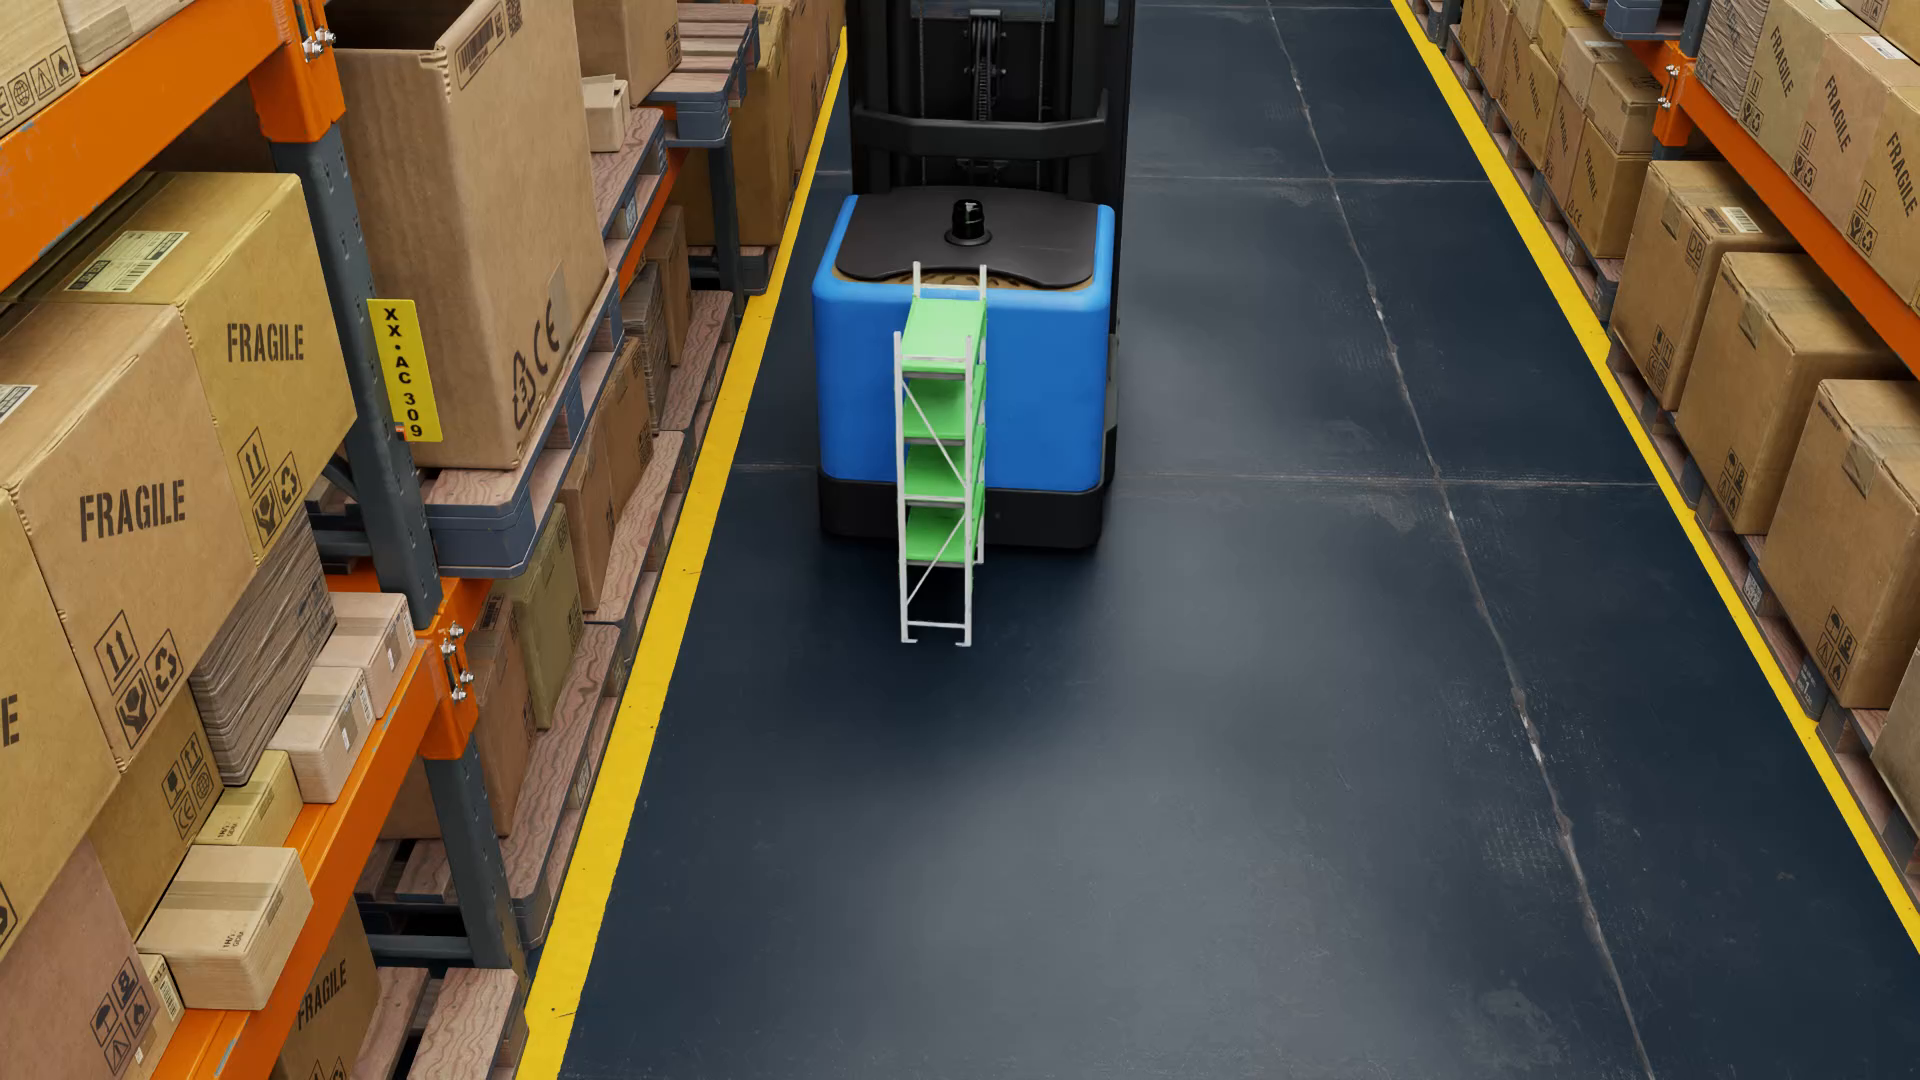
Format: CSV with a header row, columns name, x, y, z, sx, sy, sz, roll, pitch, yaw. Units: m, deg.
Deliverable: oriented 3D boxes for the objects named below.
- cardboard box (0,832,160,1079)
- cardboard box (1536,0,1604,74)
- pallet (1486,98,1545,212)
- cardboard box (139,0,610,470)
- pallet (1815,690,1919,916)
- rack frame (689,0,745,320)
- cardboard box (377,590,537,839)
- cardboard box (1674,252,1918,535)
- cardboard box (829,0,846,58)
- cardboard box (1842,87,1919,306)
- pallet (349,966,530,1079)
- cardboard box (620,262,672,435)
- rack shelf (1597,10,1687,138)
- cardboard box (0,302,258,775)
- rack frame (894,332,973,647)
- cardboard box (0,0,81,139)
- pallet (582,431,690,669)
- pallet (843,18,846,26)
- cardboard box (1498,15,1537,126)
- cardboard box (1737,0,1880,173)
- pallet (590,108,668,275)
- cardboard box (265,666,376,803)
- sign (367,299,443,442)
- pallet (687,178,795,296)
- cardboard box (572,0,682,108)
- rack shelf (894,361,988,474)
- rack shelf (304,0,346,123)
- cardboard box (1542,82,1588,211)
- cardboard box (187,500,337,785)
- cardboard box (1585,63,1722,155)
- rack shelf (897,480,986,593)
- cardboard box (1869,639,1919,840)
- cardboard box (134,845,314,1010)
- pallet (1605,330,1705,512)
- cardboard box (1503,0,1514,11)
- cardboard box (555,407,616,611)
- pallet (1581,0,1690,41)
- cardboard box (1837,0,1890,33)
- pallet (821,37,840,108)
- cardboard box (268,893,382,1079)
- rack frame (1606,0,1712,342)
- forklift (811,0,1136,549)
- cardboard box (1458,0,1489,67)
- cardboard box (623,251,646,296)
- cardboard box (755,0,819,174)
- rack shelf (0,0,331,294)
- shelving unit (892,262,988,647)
name,x,y,z,sx,sy,sz,roll,pitch,yaw
cardboard box,-1.724,0.677,2.333,0.875,0.500,0.500,1,35,2
cardboard box,3.254,-2.556,8.435,0.500,0.250,0.500,2,35,3
pallet,3.527,-2.127,9.092,1.003,0.211,1.213,1,35,2
cardboard box,-1.498,-0.865,3.984,1.000,1.000,1.000,2,35,2
pallet,3.238,0.874,4.822,1.003,0.211,1.213,1,35,2
rack frame,-1.509,-2.292,6.903,1.000,3.000,0.127,1,35,2
cardboard box,-1.624,0.496,4.726,0.700,0.500,0.500,-1,35,-2
cardboard box,3.297,-0.521,5.974,1.050,0.750,0.750,2,35,3
cardboard box,-1.354,-3.525,10.139,1.225,0.875,0.875,1,35,2
cardboard box,3.095,-1.041,5.035,0.500,0.500,0.500,1,35,1
pallet,-1.661,1.534,3.884,1.003,0.211,1.213,1,35,2
cardboard box,-1.526,-0.745,6.493,0.700,0.500,0.500,-1,35,-2
rack shelf,3.523,-2.974,8.499,1.077,0.370,4.000,1,35,2
cardboard box,-1.432,-0.014,2.445,0.500,0.500,0.500,1,35,2
rack frame,-0.082,-0.133,5.396,0.240,1.200,0.015,3,35,5
cardboard box,-1.459,-0.592,2.006,0.500,0.250,0.500,2,35,3
pallet,-1.594,-0.003,6.071,1.003,0.211,1.213,1,35,2
pallet,-1.240,-3.884,11.594,1.003,0.211,1.213,1,35,2
cardboard box,3.282,-2.543,9.069,0.500,0.500,0.500,2,35,3
cardboard box,3.137,-1.617,5.855,0.500,0.500,0.500,1,35,1
pallet,-1.548,-1.075,5.338,1.003,0.211,1.213,1,35,2
cardboard box,-1.404,0.382,3.316,0.380,0.149,0.250,1,35,2
sign,-1.127,-0.340,3.372,0.100,0.325,0.005,1,35,2
pallet,-1.402,-1.603,8.347,1.003,0.211,1.213,1,35,2
cardboard box,-1.413,-1.871,5.851,0.700,0.500,0.500,6,36,9
rack shelf,-0.058,-0.417,5.494,0.258,0.148,0.480,3,35,5
rack shelf,-1.589,-2.076,4.612,1.077,0.370,4.000,1,35,2
cardboard box,3.233,-1.951,8.226,0.500,0.500,0.500,3,35,4
cardboard box,-1.750,0.100,3.153,0.875,0.500,0.500,1,35,2
cardboard box,3.208,-1.974,7.607,0.500,0.250,0.500,1,35,1
rack shelf,-0.058,-0.024,5.770,0.258,0.148,0.480,3,35,5
cardboard box,3.217,0.568,4.424,1.050,0.750,0.750,1,35,2
cardboard box,-1.373,0.671,2.905,0.380,0.149,0.250,1,35,2
pallet,3.336,-0.527,6.817,1.003,0.211,1.213,1,35,2
cardboard box,3.291,-3.149,9.279,0.500,0.250,0.500,2,35,3
cardboard box,-1.564,-0.099,5.573,0.700,0.500,0.500,-2,35,-2
pallet,3.365,-2.453,7.298,1.213,0.211,1.003,1,35,2
cardboard box,3.396,-2.021,5.561,0.700,0.500,0.500,1,35,1
pallet,-1.304,-3.004,10.341,1.003,0.211,1.213,1,35,2
cardboard box,-1.726,1.086,3.905,0.500,0.500,0.500,0,35,0
rack frame,3.443,-2.120,6.657,1.000,3.000,0.127,1,35,2
forklift,0.138,-1.999,6.545,1.130,2.935,3.031,3,35,5
cardboard box,3.309,-3.148,9.930,0.500,0.500,0.500,3,35,4
cardboard box,-1.517,-1.066,6.297,0.500,0.250,0.500,5,35,7
cardboard box,-1.417,-2.503,8.685,1.225,0.875,0.875,1,35,2
rack shelf,-1.750,0.222,1.342,1.077,0.370,4.000,1,35,2
shelving unit,-0.058,-0.273,5.595,0.258,1.200,0.503,3,35,5
